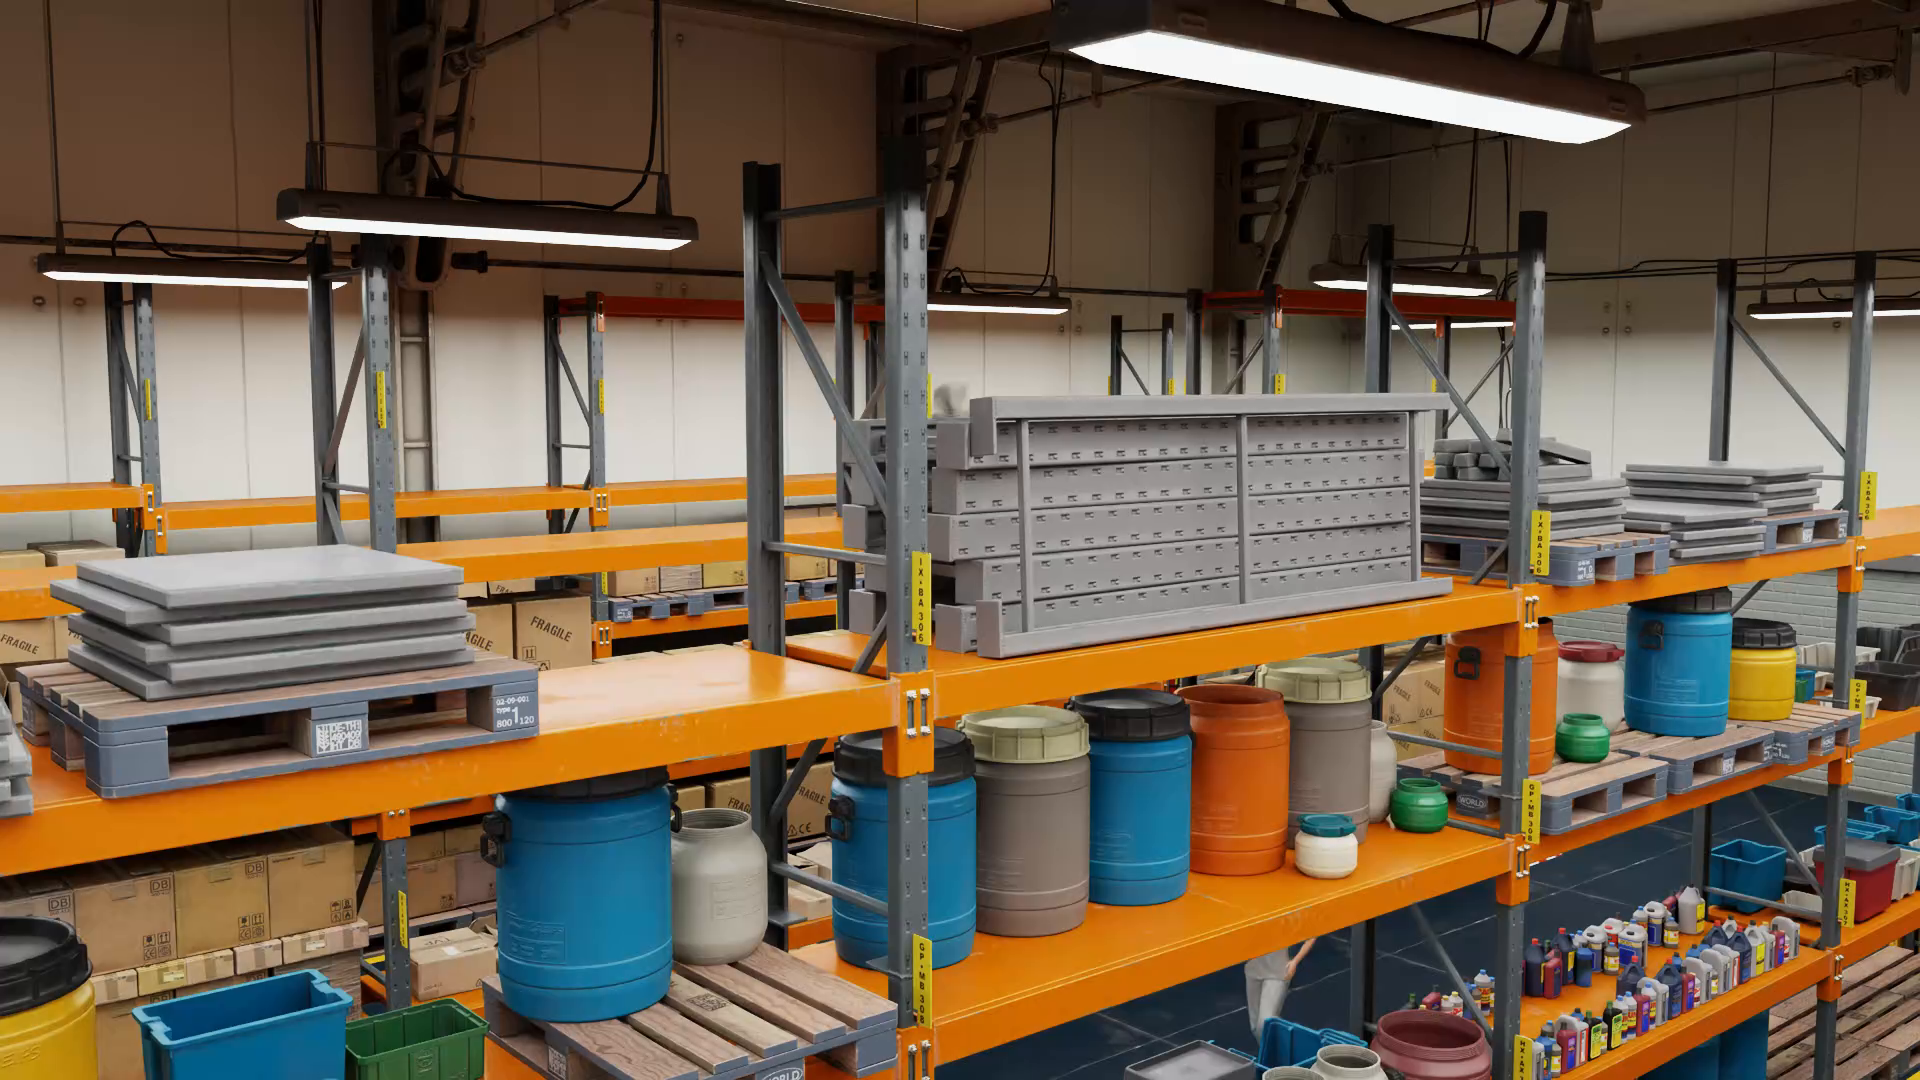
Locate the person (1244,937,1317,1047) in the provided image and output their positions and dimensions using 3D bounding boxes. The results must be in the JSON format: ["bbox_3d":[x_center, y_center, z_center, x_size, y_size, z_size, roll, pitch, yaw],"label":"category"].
[{"bbox_3d":[2.225,3.183,12.036,0.548,1.656,0.616,4,7,39],"label":"person"}]
